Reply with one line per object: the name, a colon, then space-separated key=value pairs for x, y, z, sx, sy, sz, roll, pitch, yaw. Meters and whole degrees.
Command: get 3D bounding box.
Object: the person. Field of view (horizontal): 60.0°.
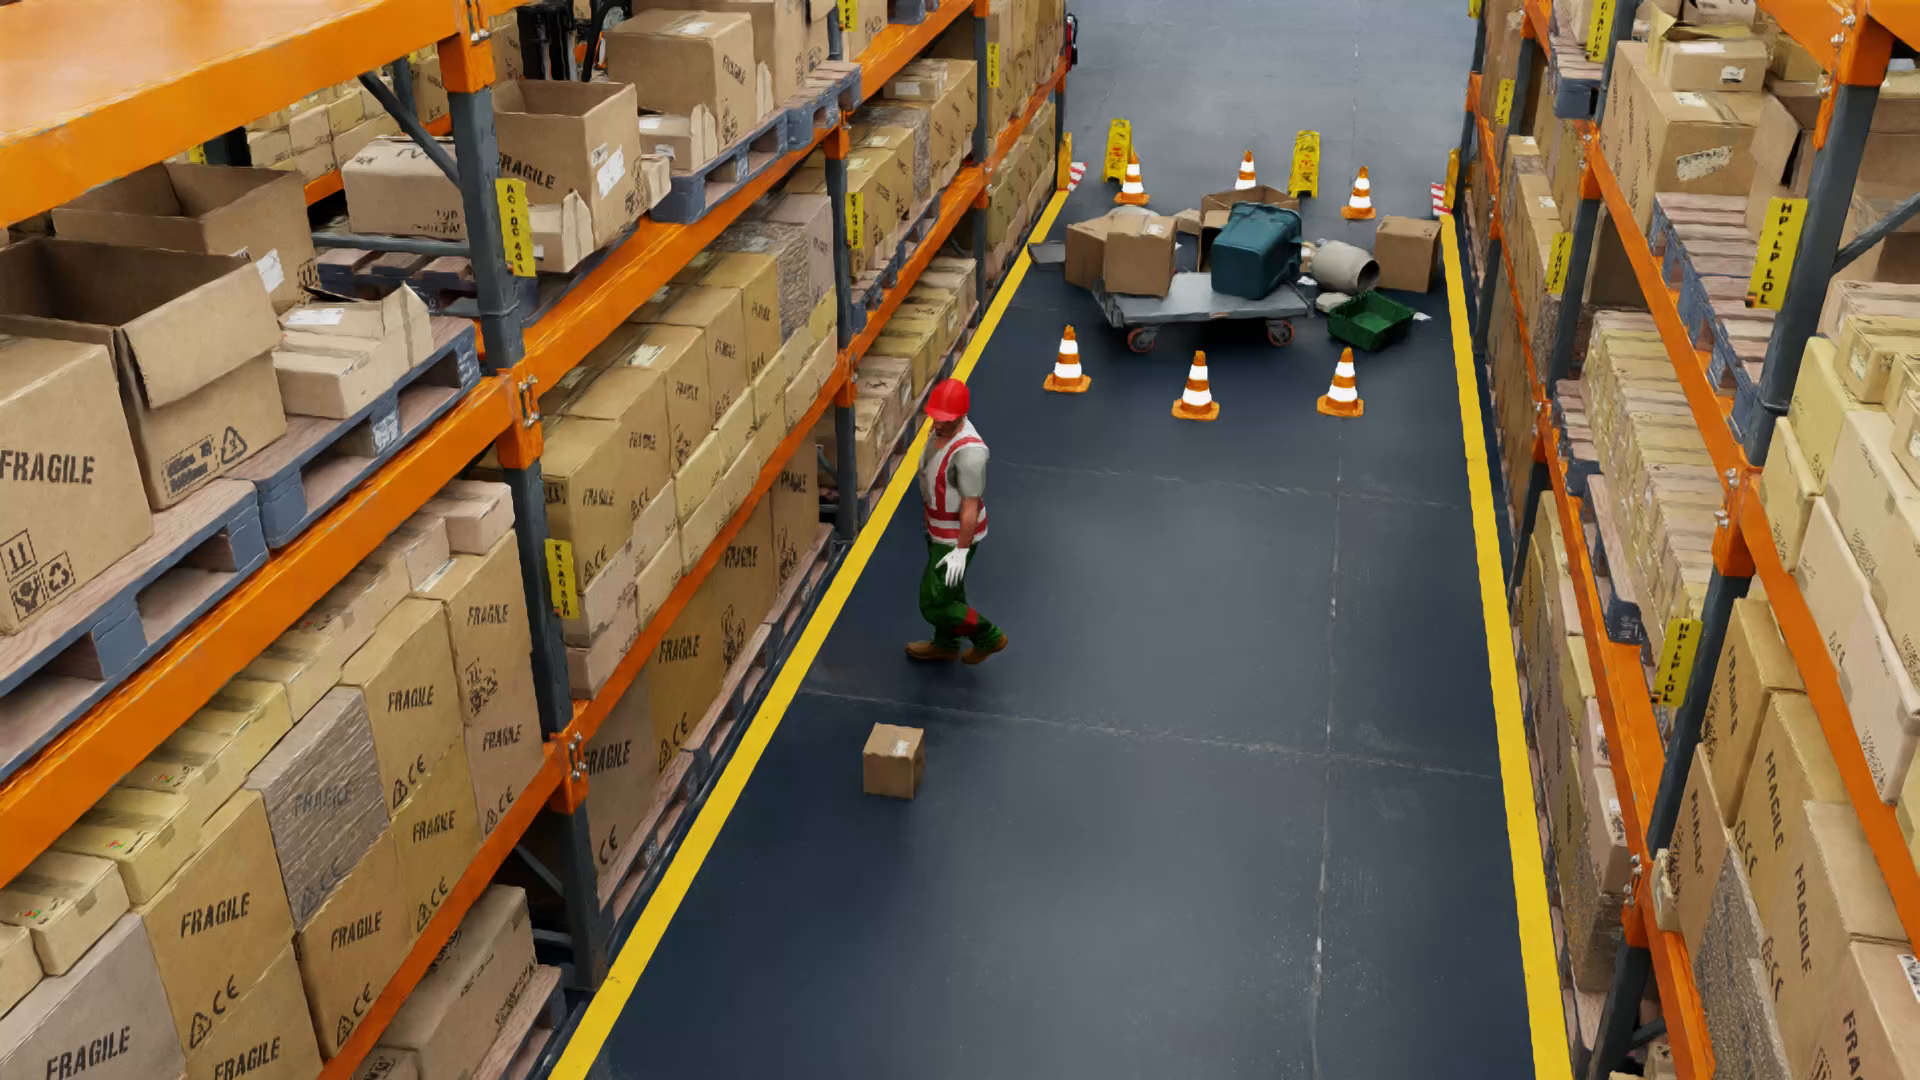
person: x=-0.004 y=-0.043 z=8.668 sx=0.509 sy=1.776 sz=0.634 roll=-8 pitch=30 yaw=-14
